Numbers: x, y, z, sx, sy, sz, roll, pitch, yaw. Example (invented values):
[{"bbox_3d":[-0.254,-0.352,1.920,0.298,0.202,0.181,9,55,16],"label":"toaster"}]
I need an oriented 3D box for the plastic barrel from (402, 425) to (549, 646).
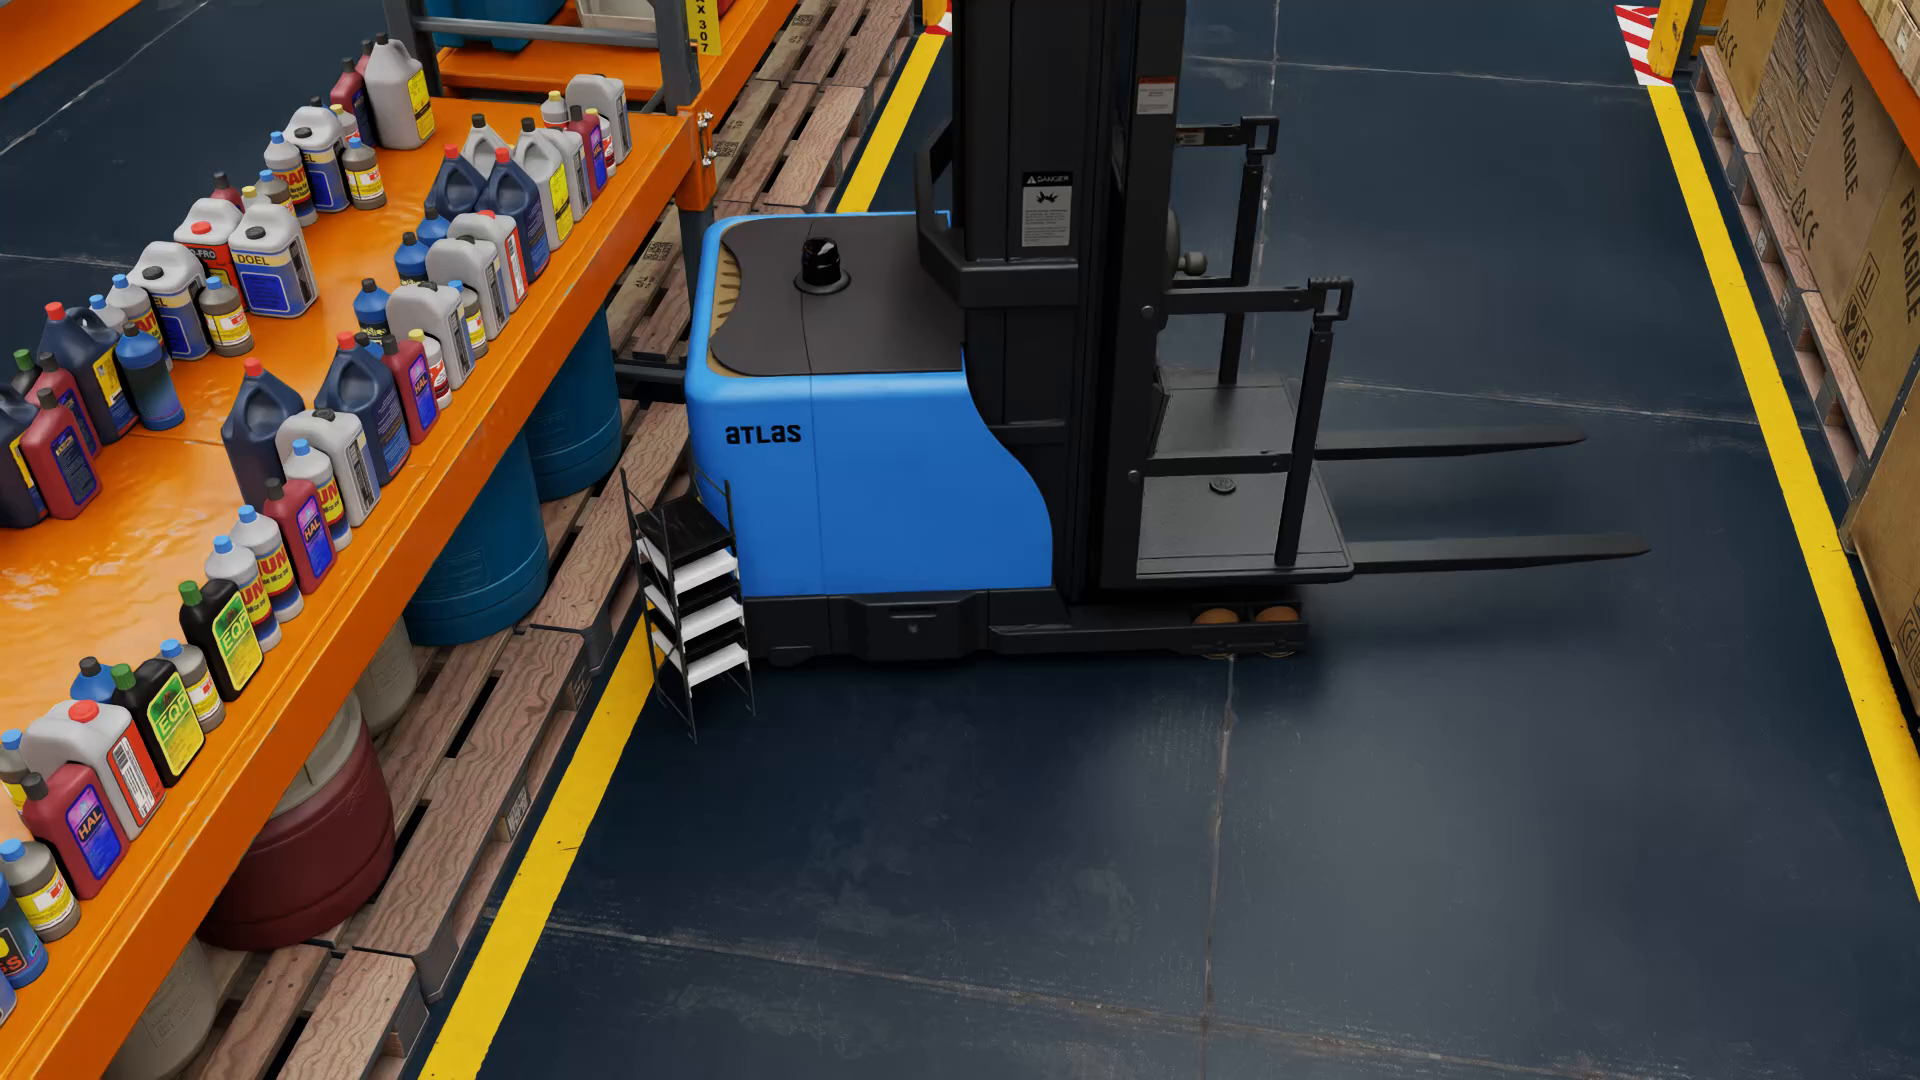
[{"bbox_3d":[-1.584,-0.201,4.956,0.600,0.901,0.708,6,40,8],"label":"plastic barrel"}]

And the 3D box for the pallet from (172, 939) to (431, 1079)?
[{"bbox_3d":[-1.948,1.454,3.826,1.003,0.211,1.213,6,40,8],"label":"pallet"}]

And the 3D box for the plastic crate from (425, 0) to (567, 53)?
[{"bbox_3d":[-1.606,-1.979,5.755,0.392,0.384,0.575,6,40,8],"label":"plastic crate"}]

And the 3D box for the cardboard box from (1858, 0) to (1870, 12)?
[{"bbox_3d":[3.479,-2.023,6.039,0.380,0.149,0.250,6,40,7],"label":"cardboard box"}]

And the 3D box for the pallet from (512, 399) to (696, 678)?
[{"bbox_3d":[-1.526,-0.077,5.678,1.003,0.211,1.213,6,40,8],"label":"pallet"}]

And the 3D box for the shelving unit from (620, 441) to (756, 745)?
[{"bbox_3d":[-0.782,0.168,4.840,0.210,0.900,0.258,-25,46,-27],"label":"shelving unit"}]

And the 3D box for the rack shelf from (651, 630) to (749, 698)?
[{"bbox_3d":[-0.782,0.333,4.976,0.200,0.077,0.258,-25,46,-27],"label":"rack shelf"}]

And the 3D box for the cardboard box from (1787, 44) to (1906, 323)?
[{"bbox_3d":[3.876,-1.399,6.425,0.875,0.875,0.875,6,40,8],"label":"cardboard box"}]

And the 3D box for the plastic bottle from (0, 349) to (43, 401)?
[{"bbox_3d":[-2.141,-0.294,3.843,0.061,0.283,0.133,6,40,8],"label":"plastic bottle"}]

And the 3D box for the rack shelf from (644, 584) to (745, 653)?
[{"bbox_3d":[-0.782,0.194,4.862,0.200,0.077,0.258,-25,46,-27],"label":"rack shelf"}]

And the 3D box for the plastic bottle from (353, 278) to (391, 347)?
[{"bbox_3d":[-1.441,-0.525,4.132,0.097,0.271,0.097,0,40,0],"label":"plastic bottle"}]

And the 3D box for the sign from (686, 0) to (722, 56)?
[{"bbox_3d":[-0.810,-1.676,5.206,0.100,0.325,0.005,6,40,8],"label":"sign"}]

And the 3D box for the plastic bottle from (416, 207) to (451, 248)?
[{"bbox_3d":[-1.377,-0.755,4.410,0.097,0.271,0.097,0,40,0],"label":"plastic bottle"}]

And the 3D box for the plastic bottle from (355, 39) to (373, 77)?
[{"bbox_3d":[-1.835,-1.404,5.185,0.061,0.283,0.133,6,40,8],"label":"plastic bottle"}]

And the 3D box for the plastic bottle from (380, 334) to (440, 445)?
[{"bbox_3d":[-1.310,-0.378,3.944,0.061,0.283,0.133,6,40,8],"label":"plastic bottle"}]

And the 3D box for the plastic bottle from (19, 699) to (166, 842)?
[{"bbox_3d":[-1.570,0.400,3.009,0.152,0.276,0.135,6,40,8],"label":"plastic bottle"}]

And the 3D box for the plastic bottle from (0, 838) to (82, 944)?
[{"bbox_3d":[-1.586,0.589,2.840,0.097,0.201,0.097,0,40,0],"label":"plastic bottle"}]

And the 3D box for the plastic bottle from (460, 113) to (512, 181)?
[{"bbox_3d":[-1.330,-1.016,4.663,0.144,0.351,0.185,6,40,8],"label":"plastic bottle"}]

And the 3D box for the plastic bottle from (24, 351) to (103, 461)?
[{"bbox_3d":[-2.081,-0.287,3.835,0.061,0.283,0.133,6,40,8],"label":"plastic bottle"}]

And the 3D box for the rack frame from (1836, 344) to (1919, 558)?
[{"bbox_3d":[3.527,-1.085,4.709,1.000,3.000,0.127,6,40,8],"label":"rack frame"}]

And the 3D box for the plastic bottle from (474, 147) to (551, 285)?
[{"bbox_3d":[-1.220,-0.884,4.503,0.144,0.351,0.185,6,40,8],"label":"plastic bottle"}]

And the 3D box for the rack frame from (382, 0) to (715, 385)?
[{"bbox_3d":[-1.351,-1.632,5.369,1.000,3.000,0.127,6,40,8],"label":"rack frame"}]

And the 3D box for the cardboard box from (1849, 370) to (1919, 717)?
[{"bbox_3d":[3.436,-0.025,4.764,1.225,0.875,0.875,7,40,8],"label":"cardboard box"}]

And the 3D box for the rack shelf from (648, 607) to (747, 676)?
[{"bbox_3d":[-0.782,0.263,4.919,0.200,0.077,0.258,-25,46,-27],"label":"rack shelf"}]

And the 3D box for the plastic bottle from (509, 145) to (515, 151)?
[{"bbox_3d":[-1.290,-1.045,4.816,0.097,0.201,0.097,0,40,0],"label":"plastic bottle"}]

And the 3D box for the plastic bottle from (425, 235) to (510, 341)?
[{"bbox_3d":[-1.275,-0.671,4.304,0.152,0.276,0.135,6,40,8],"label":"plastic bottle"}]

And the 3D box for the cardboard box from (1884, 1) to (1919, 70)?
[{"bbox_3d":[3.391,-1.700,5.649,0.380,0.149,0.250,7,40,9],"label":"cardboard box"}]

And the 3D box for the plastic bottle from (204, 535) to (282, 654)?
[{"bbox_3d":[-1.460,0.104,3.371,0.097,0.271,0.097,0,40,0],"label":"plastic bottle"}]

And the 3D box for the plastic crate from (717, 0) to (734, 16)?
[{"bbox_3d":[-0.949,-2.212,5.974,0.402,0.464,0.583,6,40,8],"label":"plastic crate"}]

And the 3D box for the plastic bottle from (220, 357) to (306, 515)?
[{"bbox_3d":[-1.552,-0.241,3.726,0.144,0.351,0.185,6,40,8],"label":"plastic bottle"}]

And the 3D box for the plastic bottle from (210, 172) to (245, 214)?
[{"bbox_3d":[-1.988,-0.846,4.511,0.061,0.283,0.133,6,40,8],"label":"plastic bottle"}]

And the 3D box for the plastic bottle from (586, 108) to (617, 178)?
[{"bbox_3d":[-1.094,-1.196,4.999,0.097,0.201,0.097,0,40,0],"label":"plastic bottle"}]

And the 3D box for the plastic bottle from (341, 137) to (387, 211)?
[{"bbox_3d":[-1.744,-1.075,4.852,0.097,0.201,0.097,0,40,0],"label":"plastic bottle"}]

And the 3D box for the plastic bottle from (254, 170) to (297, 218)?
[{"bbox_3d":[-1.934,-0.946,4.696,0.097,0.201,0.097,0,40,0],"label":"plastic bottle"}]

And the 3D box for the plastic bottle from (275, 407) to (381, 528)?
[{"bbox_3d":[-1.410,-0.180,3.711,0.152,0.276,0.135,6,40,8],"label":"plastic bottle"}]

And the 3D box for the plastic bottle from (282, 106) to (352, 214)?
[{"bbox_3d":[-1.870,-1.106,4.831,0.152,0.276,0.135,6,40,8],"label":"plastic bottle"}]

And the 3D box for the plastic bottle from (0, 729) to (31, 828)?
[{"bbox_3d":[-1.696,0.427,3.035,0.097,0.201,0.097,0,40,0],"label":"plastic bottle"}]

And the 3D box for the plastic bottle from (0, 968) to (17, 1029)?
[{"bbox_3d":[-1.650,0.691,2.658,0.152,0.276,0.135,6,40,8],"label":"plastic bottle"}]

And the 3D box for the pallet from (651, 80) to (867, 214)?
[{"bbox_3d":[-1.053,-1.791,7.750,1.003,0.211,1.213,6,40,8],"label":"pallet"}]

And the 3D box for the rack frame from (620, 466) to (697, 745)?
[{"bbox_3d":[-0.864,0.207,4.794,0.006,0.900,0.240,-25,46,-27],"label":"rack frame"}]

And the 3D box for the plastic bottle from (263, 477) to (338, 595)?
[{"bbox_3d":[-1.405,-0.032,3.527,0.061,0.283,0.133,6,40,8],"label":"plastic bottle"}]

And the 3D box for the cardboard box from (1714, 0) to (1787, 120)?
[{"bbox_3d":[4.187,-2.528,7.792,0.875,0.875,0.875,6,40,8],"label":"cardboard box"}]

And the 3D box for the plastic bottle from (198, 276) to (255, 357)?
[{"bbox_3d":[-1.881,-0.578,4.251,0.097,0.201,0.097,0,40,0],"label":"plastic bottle"}]

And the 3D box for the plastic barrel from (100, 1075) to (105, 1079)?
[{"bbox_3d":[-1.975,1.244,3.264,0.600,0.830,0.708,6,40,8],"label":"plastic barrel"}]

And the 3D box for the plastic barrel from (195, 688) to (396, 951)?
[{"bbox_3d":[-1.780,0.629,4.198,0.600,0.588,0.708,6,40,8],"label":"plastic barrel"}]

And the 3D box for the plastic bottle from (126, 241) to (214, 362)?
[{"bbox_3d":[-2.007,-0.609,4.229,0.152,0.276,0.135,6,40,8],"label":"plastic bottle"}]

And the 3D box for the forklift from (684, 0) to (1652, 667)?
[{"bbox_3d":[0.704,-1.087,4.765,3.031,2.935,1.130,-2,40,-2],"label":"forklift"}]

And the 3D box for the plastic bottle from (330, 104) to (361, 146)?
[{"bbox_3d":[-1.860,-1.214,5.020,0.097,0.201,0.097,0,40,0],"label":"plastic bottle"}]

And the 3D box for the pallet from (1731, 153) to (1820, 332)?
[{"bbox_3d":[3.945,-1.247,7.093,1.003,0.211,1.213,6,40,8],"label":"pallet"}]

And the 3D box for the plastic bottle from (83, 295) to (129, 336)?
[{"bbox_3d":[-2.071,-0.476,4.073,0.097,0.271,0.097,0,40,0],"label":"plastic bottle"}]

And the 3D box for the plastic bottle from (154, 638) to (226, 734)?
[{"bbox_3d":[-1.500,0.276,3.219,0.097,0.201,0.097,0,40,0],"label":"plastic bottle"}]

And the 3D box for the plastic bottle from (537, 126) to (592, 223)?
[{"bbox_3d":[-1.164,-1.071,4.789,0.152,0.276,0.135,6,40,8],"label":"plastic bottle"}]

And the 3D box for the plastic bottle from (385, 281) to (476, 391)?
[{"bbox_3d":[-1.315,-0.525,4.128,0.152,0.276,0.135,6,40,8],"label":"plastic bottle"}]

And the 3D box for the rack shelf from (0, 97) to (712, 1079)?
[{"bbox_3d":[-1.697,-0.099,4.080,1.077,0.370,4.000,6,40,8],"label":"rack shelf"}]

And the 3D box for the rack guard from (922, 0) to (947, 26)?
[{"bbox_3d":[-0.667,-3.195,9.222,1.175,0.500,0.348,6,40,8],"label":"rack guard"}]
